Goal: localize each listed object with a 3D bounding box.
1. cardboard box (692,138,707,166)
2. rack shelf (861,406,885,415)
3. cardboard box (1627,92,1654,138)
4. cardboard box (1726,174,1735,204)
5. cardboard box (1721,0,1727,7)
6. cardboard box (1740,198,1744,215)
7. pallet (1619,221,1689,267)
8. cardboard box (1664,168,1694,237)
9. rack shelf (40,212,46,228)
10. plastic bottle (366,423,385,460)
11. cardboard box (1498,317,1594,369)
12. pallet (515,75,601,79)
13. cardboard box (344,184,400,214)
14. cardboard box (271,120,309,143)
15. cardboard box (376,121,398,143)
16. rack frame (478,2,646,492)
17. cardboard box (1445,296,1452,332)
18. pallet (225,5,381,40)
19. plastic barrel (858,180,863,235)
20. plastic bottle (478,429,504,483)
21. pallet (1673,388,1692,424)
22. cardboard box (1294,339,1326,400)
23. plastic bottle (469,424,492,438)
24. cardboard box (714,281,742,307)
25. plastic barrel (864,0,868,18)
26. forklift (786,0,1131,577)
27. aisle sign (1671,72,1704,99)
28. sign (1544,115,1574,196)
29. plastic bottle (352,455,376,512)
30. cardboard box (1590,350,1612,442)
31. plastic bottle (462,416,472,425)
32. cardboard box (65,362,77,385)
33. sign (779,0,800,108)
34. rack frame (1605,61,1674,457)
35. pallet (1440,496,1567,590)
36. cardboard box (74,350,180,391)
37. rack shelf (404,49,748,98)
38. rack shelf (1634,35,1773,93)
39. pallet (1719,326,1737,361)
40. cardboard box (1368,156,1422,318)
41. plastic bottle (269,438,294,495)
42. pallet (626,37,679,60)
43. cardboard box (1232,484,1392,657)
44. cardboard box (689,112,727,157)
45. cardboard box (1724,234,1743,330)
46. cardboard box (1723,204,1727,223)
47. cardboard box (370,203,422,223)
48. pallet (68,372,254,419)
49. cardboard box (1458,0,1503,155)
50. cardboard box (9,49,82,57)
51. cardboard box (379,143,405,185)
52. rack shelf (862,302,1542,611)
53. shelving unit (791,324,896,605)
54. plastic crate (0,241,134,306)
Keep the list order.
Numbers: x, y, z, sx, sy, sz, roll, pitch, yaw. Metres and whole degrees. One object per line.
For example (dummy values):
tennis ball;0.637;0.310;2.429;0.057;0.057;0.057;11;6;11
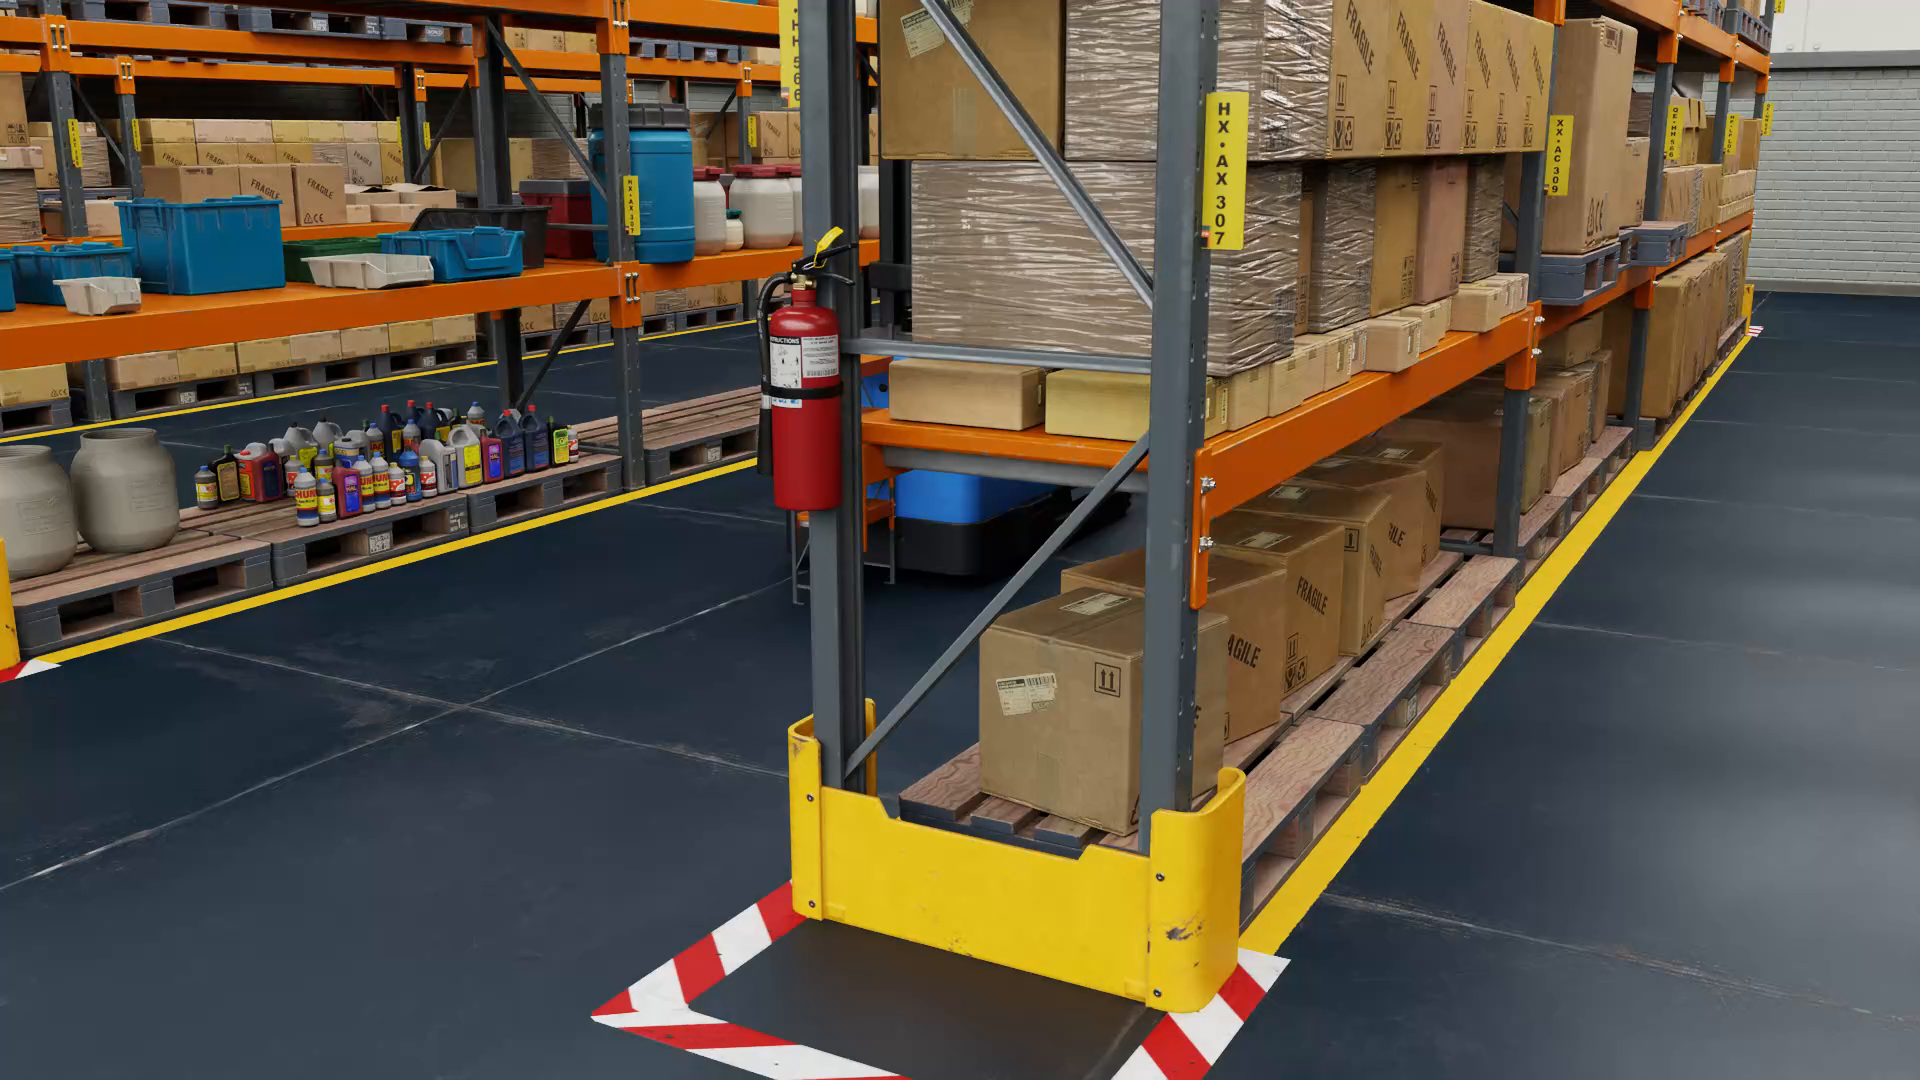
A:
cardboard box;-3.209;-4.190;18.405;0.700;0.500;0.500;2;14;9
rack shelf;-0.518;-0.493;7.349;0.258;0.148;0.480;7;15;26
cardboard box;4.320;-2.750;11.187;0.797;0.503;0.637;8;16;30
cardboard box;6.587;-3.126;14.786;0.500;0.250;0.500;7;15;28
cardboard box;6.476;-4.923;14.831;0.700;0.500;0.500;8;16;31
cardboard box;7.319;-3.211;15.990;0.380;0.149;0.250;7;15;28
pallet;3.701;-1.814;10.067;1.213;0.211;1.003;7;15;28
cardboard box;4.917;-2.395;11.853;0.500;0.500;0.500;7;15;27
rack shelf;-10.023;-2.989;16.067;1.077;0.370;4.000;7;15;28
plastic bottle;-3.200;-0.502;9.098;0.097;0.271;0.097;0;14;0
cardboard box;3.407;-1.178;9.815;0.500;0.250;0.500;9;16;34
pallet;-5.538;-6.652;23.516;1.003;0.211;1.213;7;15;28
cardboard box;-5.320;-2.984;14.701;0.500;0.311;0.500;7;15;27
cardboard box;-7.872;-4.699;19.136;0.500;0.250;0.500;7;15;27
cardboard box;-7.124;-5.013;20.435;0.500;0.250;0.500;8;16;29
rack frame;-2.317;-1.806;9.625;1.000;3.000;0.127;7;15;28
cardboard box;1.610;-0.850;6.197;0.380;0.149;0.250;7;15;28
pallet;-5.505;-4.176;13.458;1.003;0.211;1.213;8;16;31
plastic barrel;-0.897;-2.359;11.682;0.421;0.512;0.421;0;14;0
plastic bottle;-2.511;-0.457;8.887;0.061;0.283;0.133;9;16;32
pallet;4.990;-1.113;12.698;1.003;0.211;1.213;7;15;28
cardboard box;0.806;-0.486;4.685;0.380;0.149;0.250;7;15;28
plastic bottle;-2.611;-0.503;9.094;0.152;0.276;0.135;7;15;28
cardboard box;-2.772;-2.874;18.451;0.500;0.500;0.500;7;15;28
plastic barrel;-0.970;-4.185;12.022;0.600;0.901;0.600;0;14;0
forklift;0.284;-1.555;8.732;1.130;2.935;3.031;7;15;26
aisle sign;7.592;-5.019;17.407;0.394;0.787;0.004;7;15;28
sign;2.497;-1.606;6.948;0.100;0.325;0.005;7;15;28
plastic bottle;-2.936;-0.280;8.177;0.097;0.271;0.097;0;14;0
cardboard box;3.646;-0.925;10.363;0.700;0.500;0.500;6;15;25
plastic bottle;-2.904;-0.623;9.750;0.097;0.201;0.097;0;14;0
cardboard box;-6.705;-1.353;12.718;0.500;0.250;0.500;7;15;27
sign;-0.391;-1.208;3.999;0.100;0.325;0.005;7;15;28
rack frame;3.952;-2.066;10.701;1.000;3.000;0.127;7;15;28
pallet;2.394;-0.049;8.288;1.003;0.211;1.213;7;15;28
cardboard box;-6.239;-1.290;12.456;0.500;0.250;0.500;7;15;27
rack shelf;-3.751;-4.708;16.795;1.077;0.370;4.000;7;15;28
rack shelf;6.853;-4.405;15.540;1.077;0.370;4.000;7;15;28
pallet;6.911;-1.929;16.085;1.003;0.211;1.213;7;15;28
cardboard box;1.043;-1.042;5.609;0.875;0.500;0.500;7;15;28
plastic bottle;-3.534;-0.379;8.577;0.152;0.276;0.135;7;15;26
pallet;-3.659;-5.037;17.029;1.213;0.211;1.003;7;15;28
cardboard box;1.289;0.098;6.163;0.500;0.500;0.500;6;15;23
cardboard box;-2.766;-4.677;19.187;0.500;0.500;0.500;7;15;28
cardboard box;7.140;-2.551;16.353;0.875;0.875;0.875;7;15;28
cardboard box;6.447;-2.841;14.454;0.380;0.149;0.250;7;15;26
cardboard box;-4.911;-2.851;14.494;0.380;0.149;0.250;7;15;28
pallet;-6.329;-1.168;12.928;1.003;0.211;1.213;7;15;28
cardboard box;1.559;-1.596;5.770;0.500;0.500;0.500;7;15;28
cardboard box;-9.168;-4.996;16.602;0.500;0.311;0.500;7;15;28
cardboard box;-7.125;-4.650;20.529;0.500;0.500;0.500;7;15;27
rack shelf;1.052;-0.485;5.680;1.077;0.370;4.000;7;15;28
shelving unit;-0.518;-0.341;7.386;0.258;1.200;0.503;7;15;26
plastic crate;-3.952;-1.182;7.355;0.499;0.251;0.408;7;15;28
